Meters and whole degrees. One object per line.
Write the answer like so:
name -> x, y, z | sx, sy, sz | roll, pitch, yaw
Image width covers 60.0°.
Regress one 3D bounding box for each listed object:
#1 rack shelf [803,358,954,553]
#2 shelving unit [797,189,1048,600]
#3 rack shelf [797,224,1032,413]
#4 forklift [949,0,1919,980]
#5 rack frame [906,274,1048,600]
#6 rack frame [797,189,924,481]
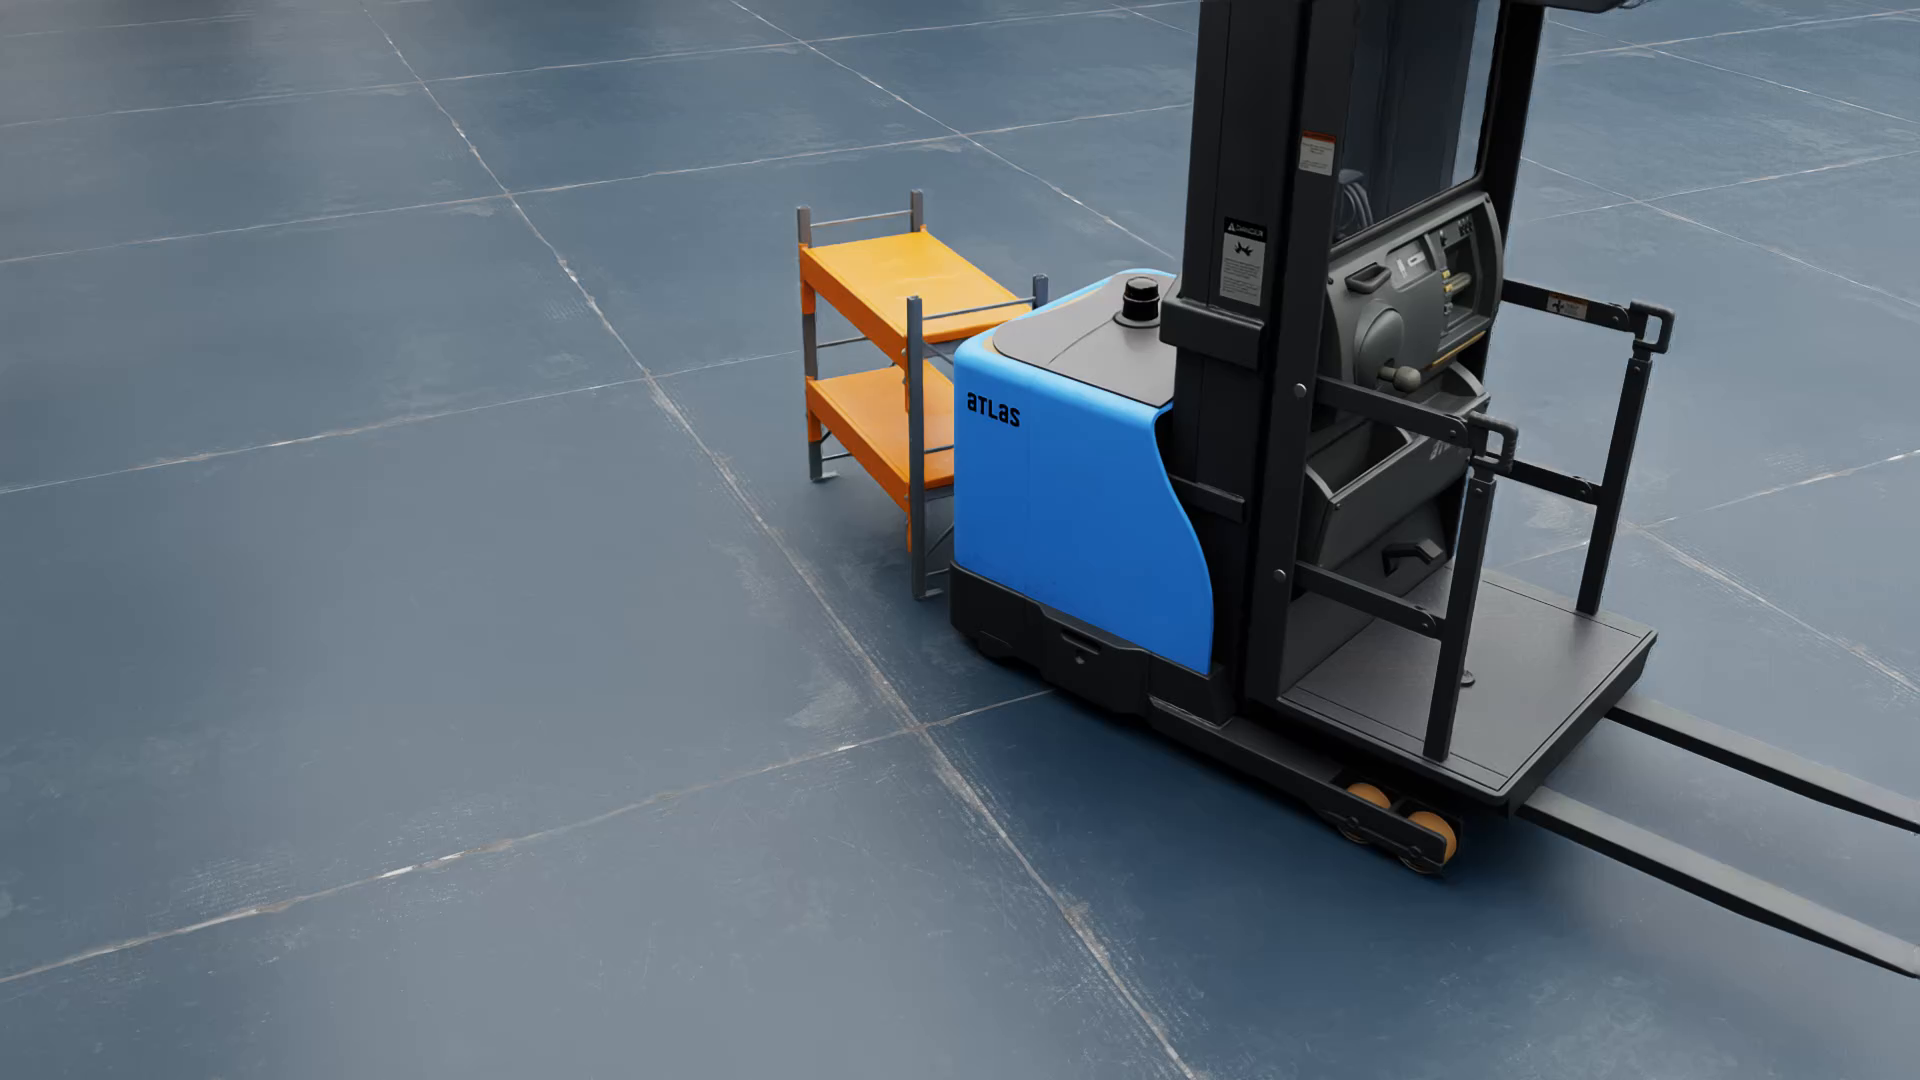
rack shelf -> -0.156, -0.348, 6.221 | 0.538, 0.278, 1.000 | -13, 32, -22
shelving unit -> -0.156, -0.561, 6.101 | 0.538, 1.125, 1.048 | -13, 32, -22
rack shelf -> -0.156, -0.817, 5.958 | 0.538, 0.278, 1.000 | -13, 32, -22
forklift -> 1.405, -0.649, 4.410 | 3.031, 2.935, 1.130 | 23, 37, 35
rack frame -> 0.060, -0.336, 5.700 | 0.500, 1.125, 0.032 | -13, 32, -22
rack frame -> -0.372, -0.786, 6.502 | 0.500, 1.125, 0.032 | -13, 32, -22
